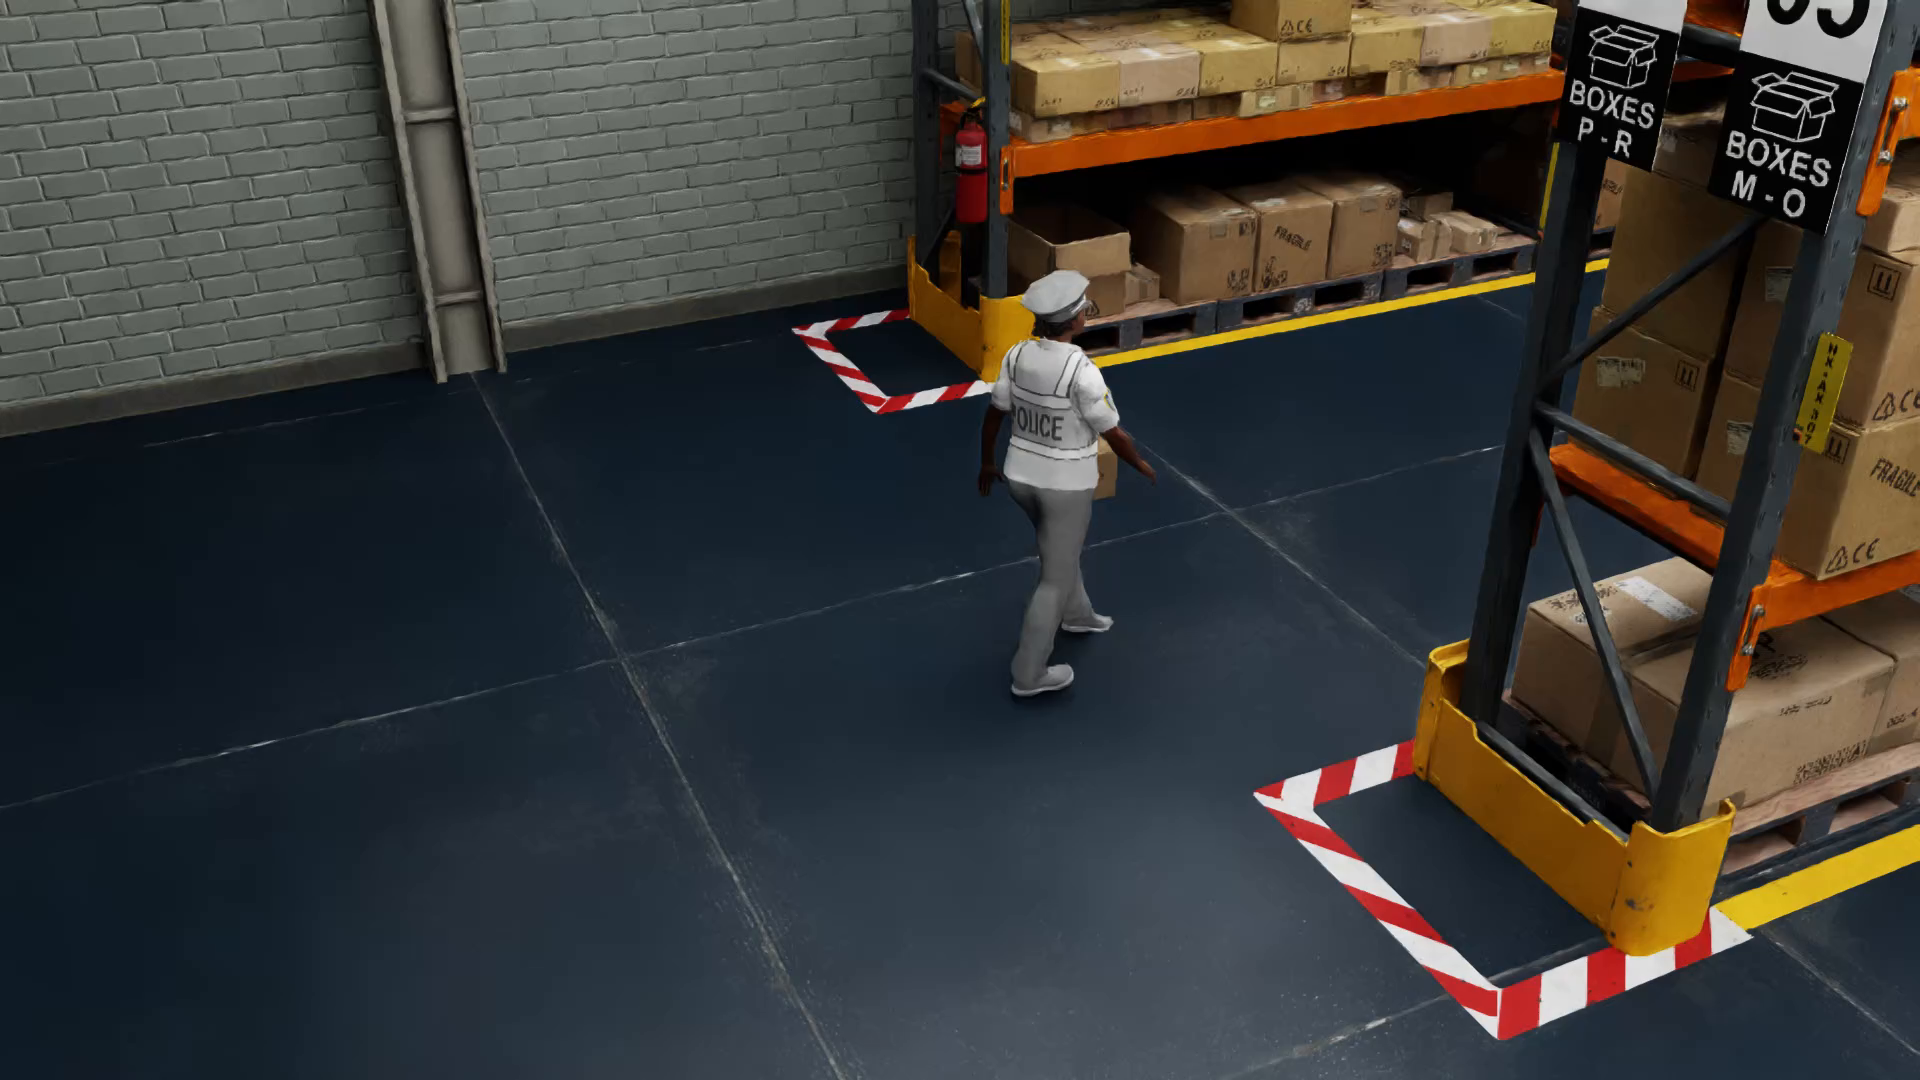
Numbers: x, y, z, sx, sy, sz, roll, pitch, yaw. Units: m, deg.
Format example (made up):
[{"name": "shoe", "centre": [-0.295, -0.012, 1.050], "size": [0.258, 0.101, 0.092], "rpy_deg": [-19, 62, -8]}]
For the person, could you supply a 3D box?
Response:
[{"name": "person", "centre": [0.379, -0.240, 6.575], "size": [0.618, 1.713, 0.763], "rpy_deg": [25, 38, 36]}]
